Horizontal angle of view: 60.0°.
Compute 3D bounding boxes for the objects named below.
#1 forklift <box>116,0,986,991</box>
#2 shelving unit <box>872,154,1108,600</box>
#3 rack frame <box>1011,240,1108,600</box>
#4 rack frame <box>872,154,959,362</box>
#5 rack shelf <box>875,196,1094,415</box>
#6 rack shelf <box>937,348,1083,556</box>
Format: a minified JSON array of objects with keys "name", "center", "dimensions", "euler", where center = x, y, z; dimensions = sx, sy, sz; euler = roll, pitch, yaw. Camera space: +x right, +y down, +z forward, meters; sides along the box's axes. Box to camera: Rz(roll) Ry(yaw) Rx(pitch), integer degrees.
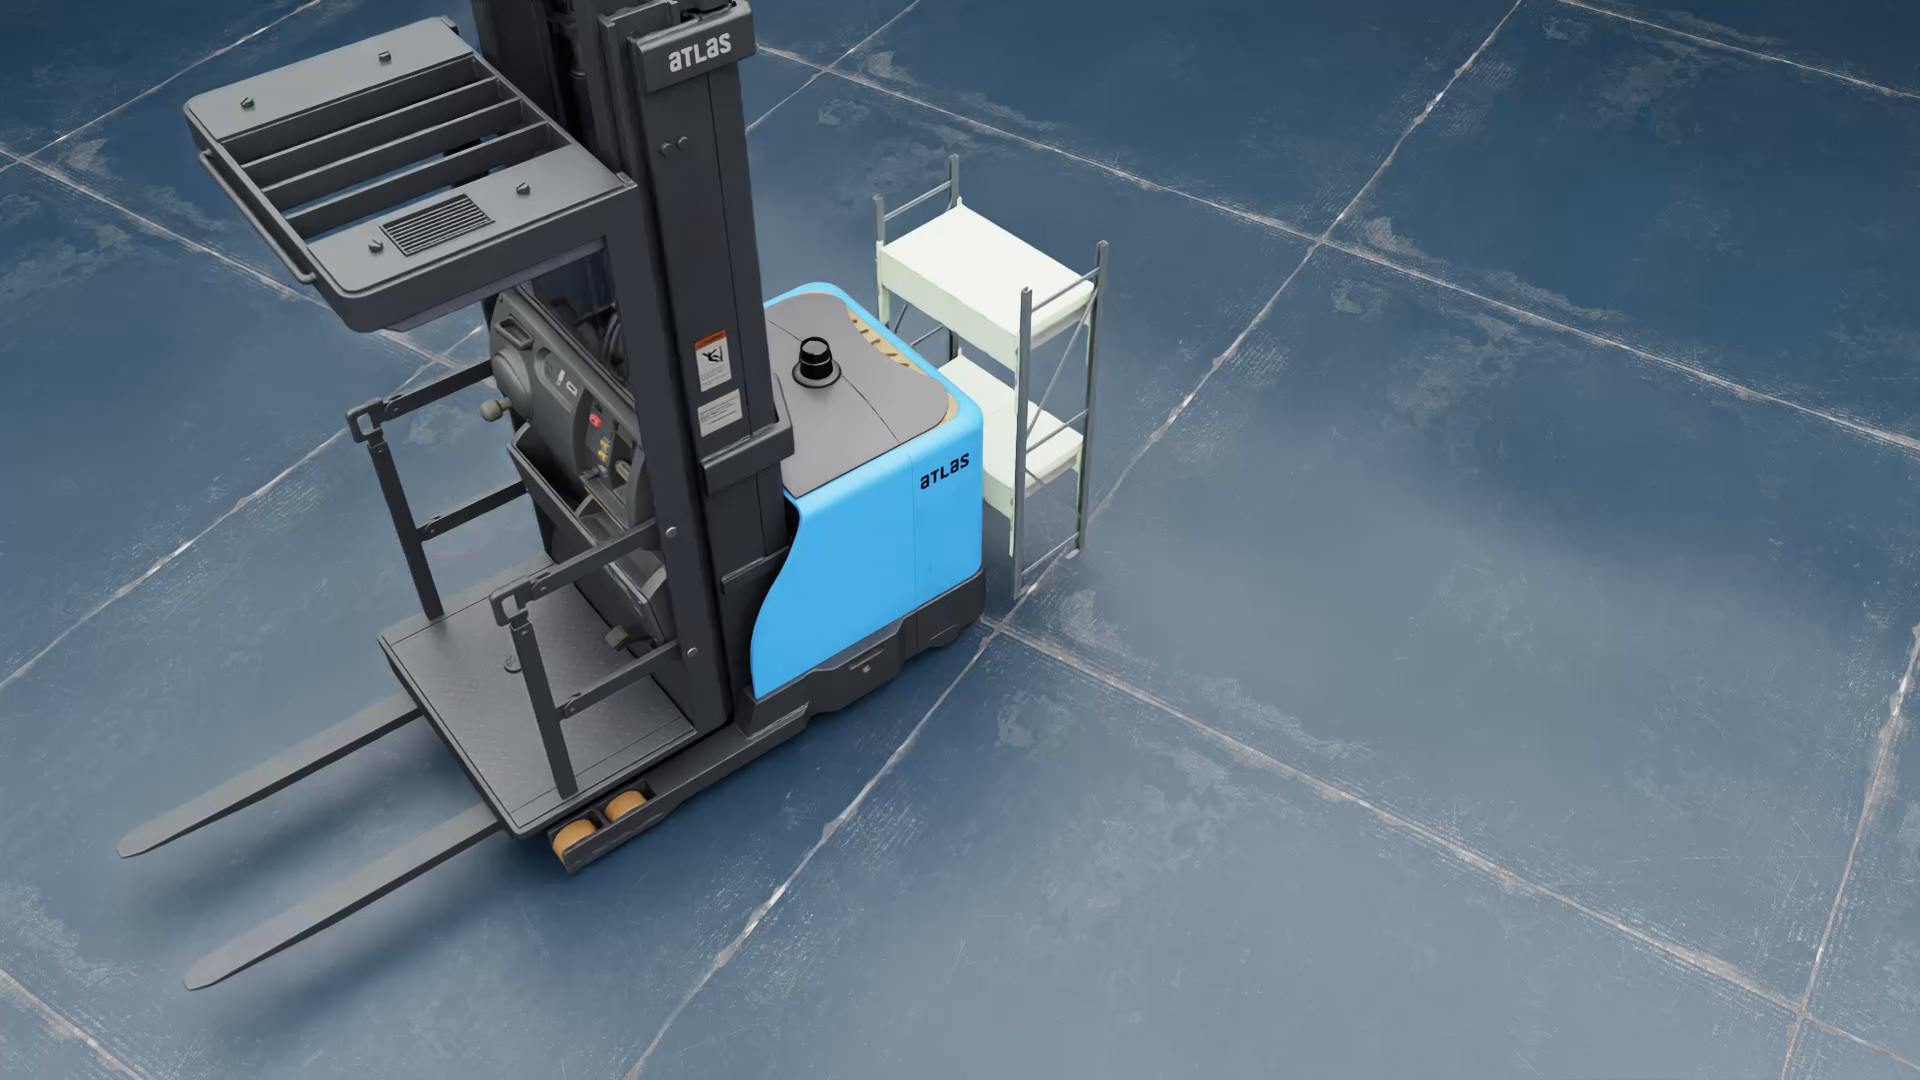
[{"name":"forklift","center":[-1.377,-0.340,5.037],"dimensions":[3.031,2.935,1.130],"euler":[-29,53,-25]},{"name":"shelving unit","center":[0.097,-0.581,6.269],"dimensions":[0.431,1.500,0.755],"euler":[-35,55,-29]},{"name":"rack frame","center":[0.351,-0.391,6.084],"dimensions":[0.400,1.500,0.023],"euler":[-35,55,-29]},{"name":"rack frame","center":[-0.156,-0.770,6.453],"dimensions":[0.400,1.500,0.023],"euler":[-35,55,-29]},{"name":"rack shelf","center":[0.097,-0.853,5.989],"dimensions":[0.431,0.370,0.720],"euler":[-35,55,-29]},{"name":"rack shelf","center":[0.097,-0.354,6.502],"dimensions":[0.431,0.370,0.720],"euler":[-35,55,-29]}]
